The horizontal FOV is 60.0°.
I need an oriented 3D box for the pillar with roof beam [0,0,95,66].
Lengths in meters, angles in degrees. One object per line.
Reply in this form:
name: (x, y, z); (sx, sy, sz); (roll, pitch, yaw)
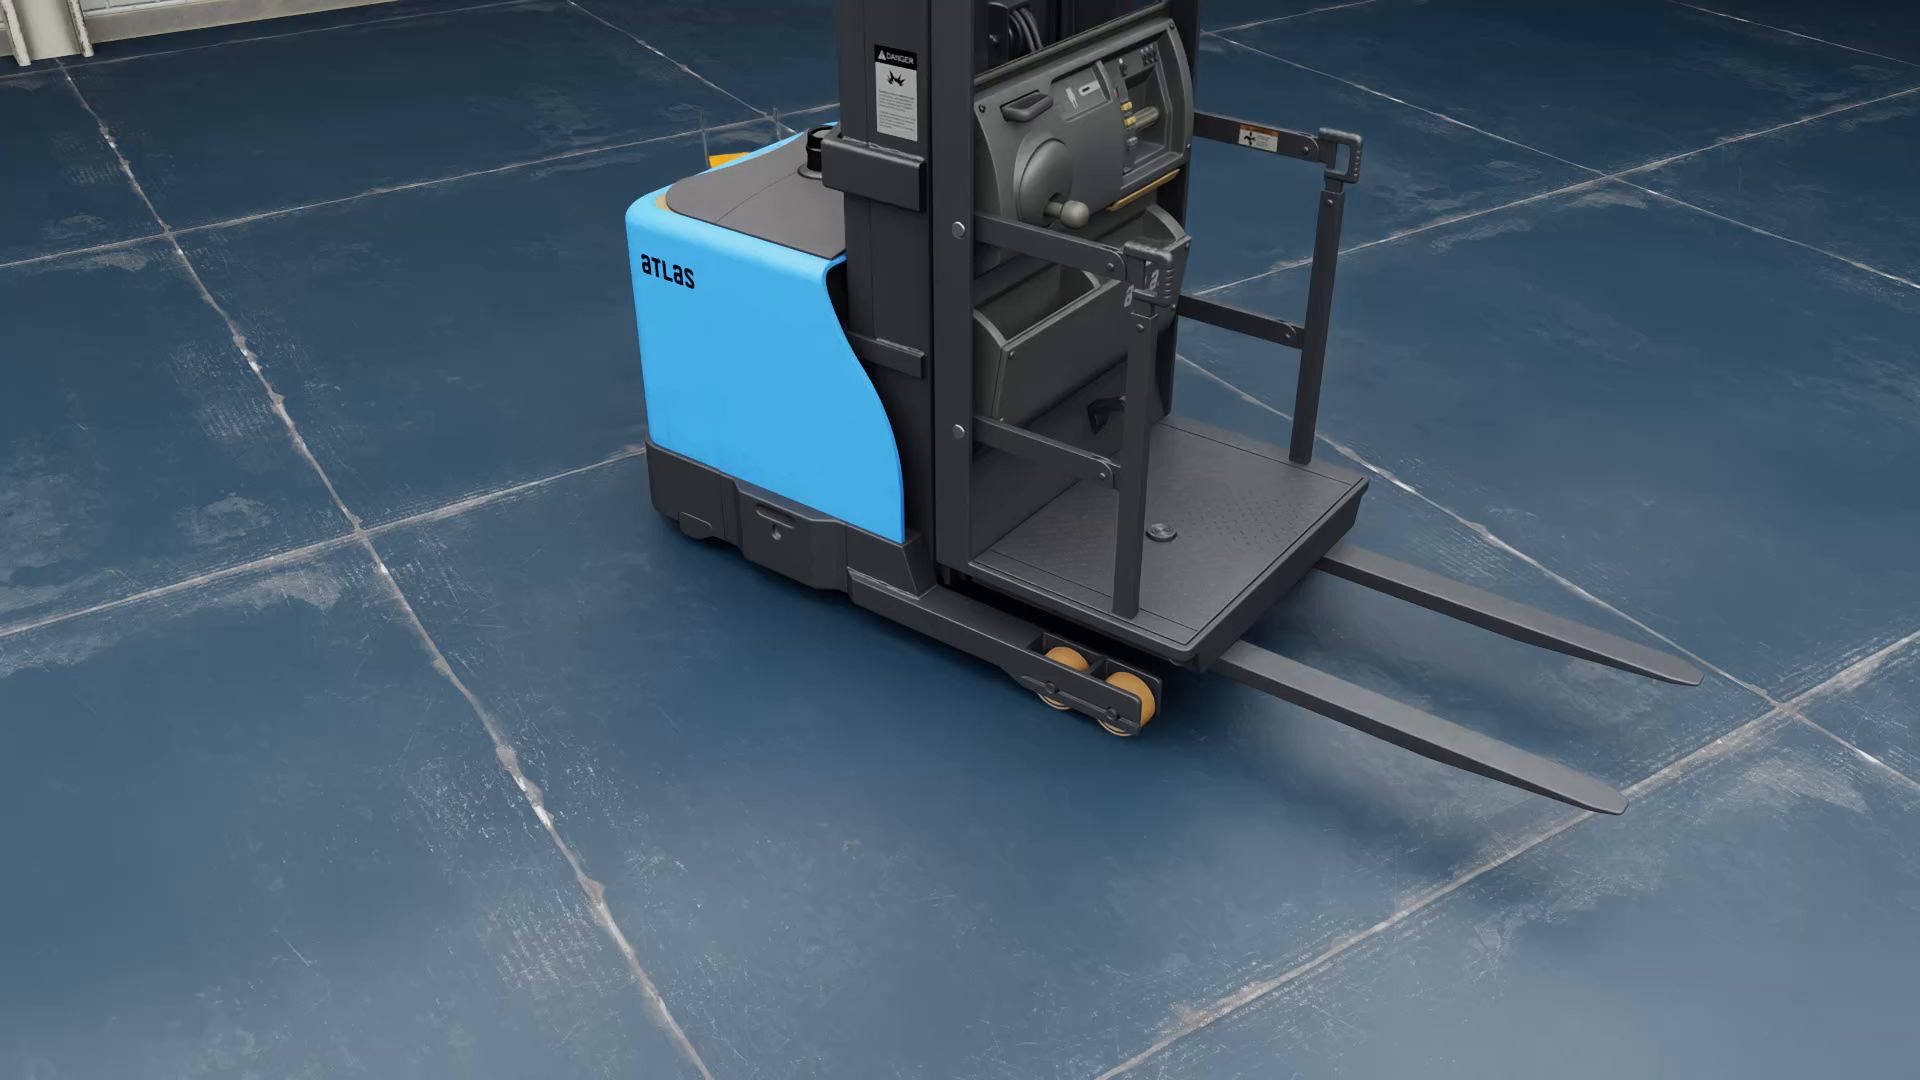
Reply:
pillar with roof beam: (-2.996, -4.730, 4.315); (0.400, 9.000, 9.100); (-19, 37, -27)

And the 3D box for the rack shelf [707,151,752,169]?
rack shelf: (-0.710, -1.159, 5.578); (0.240, 0.259, 0.215); (-7, 32, -7)

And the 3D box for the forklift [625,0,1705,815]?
forklift: (0.504, -1.041, 4.154); (3.031, 2.935, 1.130); (21, 38, 30)

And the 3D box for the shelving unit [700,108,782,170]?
shelving unit: (-0.697, -0.927, 5.721); (0.252, 1.050, 0.215); (-7, 32, -7)

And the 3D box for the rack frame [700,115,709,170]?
rack frame: (-0.817, -0.911, 5.707); (0.008, 1.050, 0.200); (-7, 32, -7)

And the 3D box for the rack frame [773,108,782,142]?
rack frame: (-0.577, -0.942, 5.736); (0.008, 1.050, 0.200); (-7, 32, -7)
